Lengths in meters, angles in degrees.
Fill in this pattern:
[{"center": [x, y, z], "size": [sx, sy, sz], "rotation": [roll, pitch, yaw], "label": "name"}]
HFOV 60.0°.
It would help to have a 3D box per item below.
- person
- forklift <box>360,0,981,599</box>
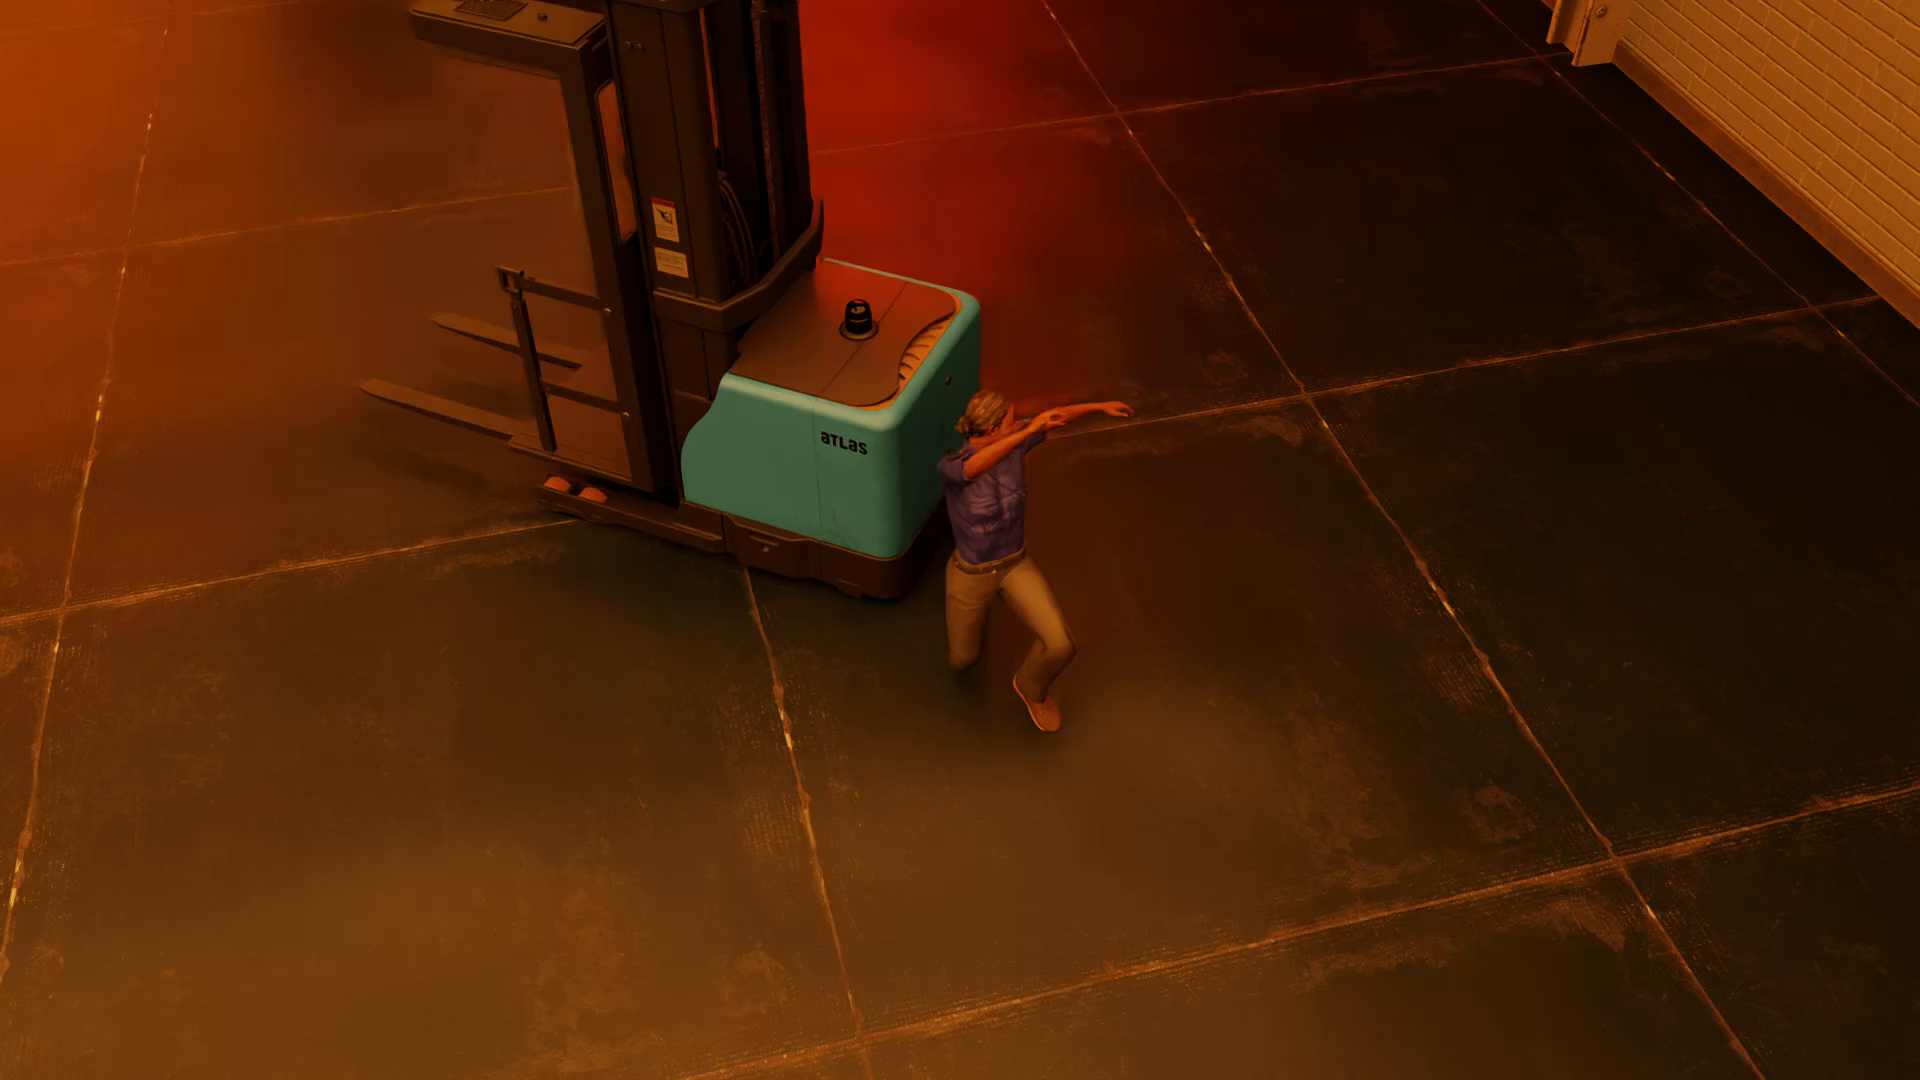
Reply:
[{"center": [0.402, 0.013, 6.747], "size": [1.002, 1.441, 0.841], "rotation": [-18, 46, -18], "label": "person"}, {"center": [-1.460, -1.465, 7.195], "size": [3.031, 2.935, 1.130], "rotation": [16, 46, 16], "label": "forklift"}]
